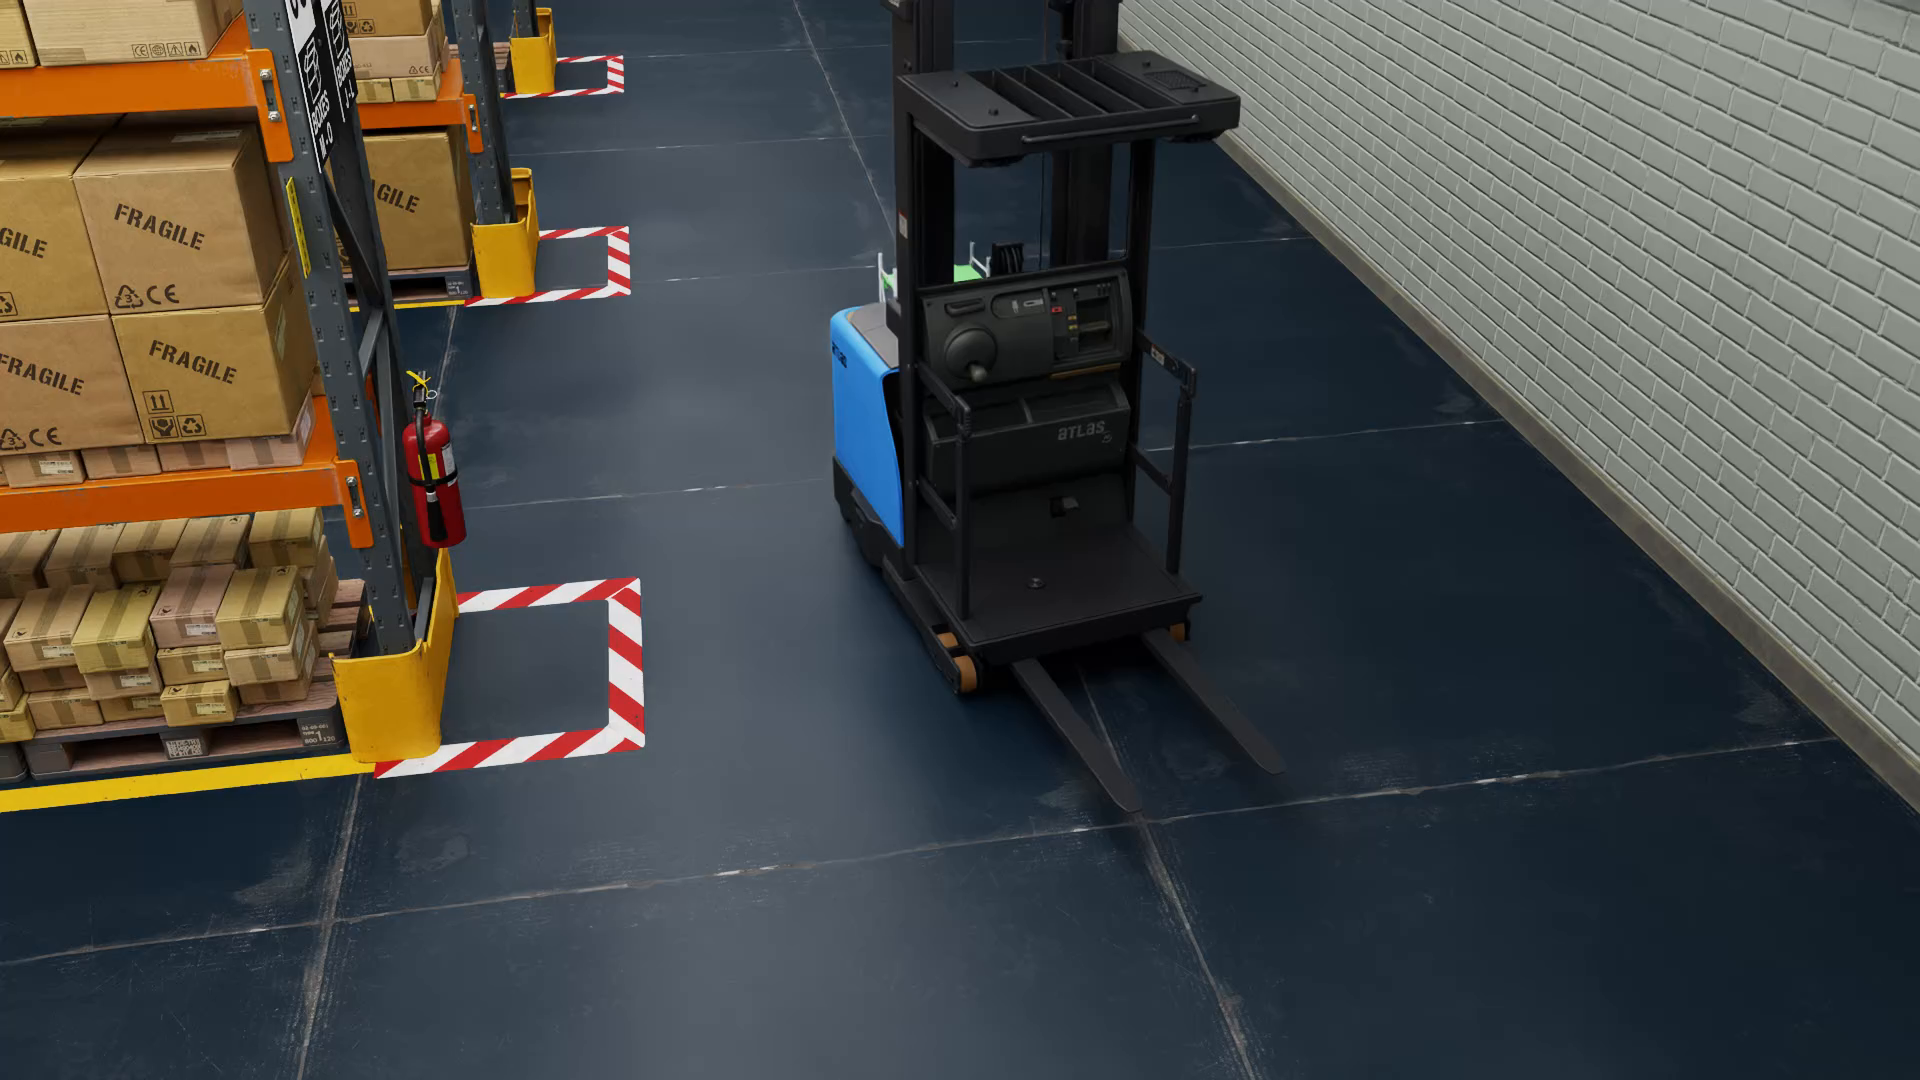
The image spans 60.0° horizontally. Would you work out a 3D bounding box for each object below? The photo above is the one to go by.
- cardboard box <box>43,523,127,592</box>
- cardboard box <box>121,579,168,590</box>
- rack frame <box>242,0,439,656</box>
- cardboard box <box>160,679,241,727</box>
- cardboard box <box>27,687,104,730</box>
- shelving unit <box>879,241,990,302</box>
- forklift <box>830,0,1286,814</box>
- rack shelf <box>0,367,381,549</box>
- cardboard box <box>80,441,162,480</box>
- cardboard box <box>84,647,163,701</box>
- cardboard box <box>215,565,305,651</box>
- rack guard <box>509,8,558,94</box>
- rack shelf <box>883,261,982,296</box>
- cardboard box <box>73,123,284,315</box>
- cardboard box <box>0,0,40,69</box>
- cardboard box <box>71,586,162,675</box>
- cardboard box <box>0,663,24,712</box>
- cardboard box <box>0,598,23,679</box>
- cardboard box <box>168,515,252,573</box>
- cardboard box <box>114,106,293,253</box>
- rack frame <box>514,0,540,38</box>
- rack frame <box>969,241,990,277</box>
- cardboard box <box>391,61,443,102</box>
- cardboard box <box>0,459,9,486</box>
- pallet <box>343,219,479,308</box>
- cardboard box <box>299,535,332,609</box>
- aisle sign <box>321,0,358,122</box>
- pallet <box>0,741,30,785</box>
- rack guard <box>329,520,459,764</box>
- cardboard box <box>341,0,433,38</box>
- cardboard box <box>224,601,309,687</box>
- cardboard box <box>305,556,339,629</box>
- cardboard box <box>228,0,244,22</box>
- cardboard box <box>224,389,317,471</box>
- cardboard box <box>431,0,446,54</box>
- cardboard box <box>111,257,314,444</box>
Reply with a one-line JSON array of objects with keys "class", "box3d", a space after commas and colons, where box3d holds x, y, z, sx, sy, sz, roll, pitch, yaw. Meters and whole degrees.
[{"class": "cardboard box", "box3d": [-3.645, 0.080, 6.967, 0.250, 0.149, 0.380, -7, 31, -11]}, {"class": "cardboard box", "box3d": [-3.385, 0.204, 7.048, 0.250, 0.149, 0.380, -5, 31, -8]}, {"class": "rack frame", "box3d": [-2.319, -0.699, 6.479, 0.127, 3.000, 1.000, -5, 31, -9]}, {"class": "cardboard box", "box3d": [-3.034, 0.575, 6.710, 0.250, 0.149, 0.380, -4, 31, -7]}, {"class": "cardboard box", "box3d": [-3.550, 0.586, 6.693, 0.250, 0.149, 0.380, -5, 31, -8]}, {"class": "shelving unit", "box3d": [-0.129, -0.906, 8.605, 0.503, 1.200, 0.258, -11, 32, -19]}, {"class": "forklift", "box3d": [0.373, -0.845, 6.795, 1.130, 2.935, 3.031, -11, 32, -19]}, {"class": "rack shelf", "box3d": [-4.286, -0.206, 6.350, 4.000, 0.370, 1.077, -5, 31, -9]}, {"class": "cardboard box", "box3d": [-3.084, -0.385, 6.193, 0.250, 0.149, 0.380, -6, 31, -9]}, {"class": "cardboard box", "box3d": [-3.297, 0.460, 6.613, 0.250, 0.149, 0.380, -7, 31, -11]}, {"class": "cardboard box", "box3d": [-2.794, 0.268, 6.647, 0.250, 0.149, 0.380, -5, 31, -8]}, {"class": "rack guard", "box3d": [-3.983, -4.581, 15.548, 0.348, 0.500, 1.175, -5, 31, -9]}, {"class": "rack shelf", "box3d": [-0.130, -1.266, 8.396, 0.480, 0.148, 0.258, -11, 32, -19]}, {"class": "cardboard box", "box3d": [-2.724, -1.135, 5.842, 0.500, 0.500, 0.500, -6, 31, -10]}, {"class": "cardboard box", "box3d": [-3.219, -1.703, 5.376, 0.500, 0.250, 0.500, -5, 31, -9]}, {"class": "cardboard box", "box3d": [-3.283, 0.349, 6.509, 0.250, 0.149, 0.380, -6, 31, -10]}, {"class": "cardboard box", "box3d": [-3.804, 0.514, 6.522, 0.250, 0.149, 0.380, -5, 31, -8]}, {"class": "cardboard box", "box3d": [-3.803, 0.393, 6.433, 0.250, 0.149, 0.380, -4, 31, -7]}, {"class": "cardboard box", "box3d": [-3.145, 0.057, 7.006, 0.250, 0.149, 0.380, -5, 31, -8]}, {"class": "cardboard box", "box3d": [-2.808, -1.392, 6.280, 0.500, 0.500, 0.500, -5, 31, -9]}, {"class": "rack frame", "box3d": [-4.005, -5.650, 14.900, 0.127, 3.000, 1.000, -5, 31, -9]}, {"class": "rack frame", "box3d": [0.098, -0.951, 8.683, 0.015, 1.200, 0.240, -11, 32, -19]}, {"class": "cardboard box", "box3d": [-3.404, -2.876, 10.429, 0.250, 0.149, 0.380, -5, 31, -8]}, {"class": "cardboard box", "box3d": [-3.595, -0.341, 6.118, 0.250, 0.149, 0.380, -7, 31, -11]}, {"class": "pallet", "box3d": [-3.885, -1.867, 11.216, 1.213, 0.211, 1.003, -5, 31, -9]}, {"class": "cardboard box", "box3d": [-2.880, 0.141, 7.156, 0.250, 0.149, 0.380, -4, 31, -7]}, {"class": "aisle sign", "box3d": [-2.301, -1.975, 6.085, 0.004, 0.787, 0.394, -5, 31, -9]}, {"class": "pallet", "box3d": [-4.396, 0.677, 6.891, 1.213, 0.211, 1.003, -5, 31, -9]}, {"class": "rack guard", "box3d": [-2.393, 0.386, 7.100, 0.348, 0.500, 1.175, -5, 31, -9]}, {"class": "cardboard box", "box3d": [-3.545, -3.392, 10.174, 0.500, 0.500, 0.500, -5, 31, -8]}, {"class": "cardboard box", "box3d": [-2.786, 0.412, 6.695, 0.250, 0.149, 0.380, -6, 31, -10]}, {"class": "cardboard box", "box3d": [-2.892, 0.238, 7.285, 0.250, 0.149, 0.380, -5, 31, -8]}, {"class": "cardboard box", "box3d": [-2.806, -2.013, 5.903, 0.500, 0.250, 0.500, -4, 31, -7]}, {"class": "cardboard box", "box3d": [-2.588, -0.420, 6.252, 0.250, 0.149, 0.380, -5, 31, -9]}, {"class": "cardboard box", "box3d": [-3.633, -3.335, 10.817, 0.500, 0.250, 0.500, -6, 31, -10]}, {"class": "cardboard box", "box3d": [-2.714, -0.700, 6.090, 0.500, 0.500, 0.500, -5, 31, -8]}]
